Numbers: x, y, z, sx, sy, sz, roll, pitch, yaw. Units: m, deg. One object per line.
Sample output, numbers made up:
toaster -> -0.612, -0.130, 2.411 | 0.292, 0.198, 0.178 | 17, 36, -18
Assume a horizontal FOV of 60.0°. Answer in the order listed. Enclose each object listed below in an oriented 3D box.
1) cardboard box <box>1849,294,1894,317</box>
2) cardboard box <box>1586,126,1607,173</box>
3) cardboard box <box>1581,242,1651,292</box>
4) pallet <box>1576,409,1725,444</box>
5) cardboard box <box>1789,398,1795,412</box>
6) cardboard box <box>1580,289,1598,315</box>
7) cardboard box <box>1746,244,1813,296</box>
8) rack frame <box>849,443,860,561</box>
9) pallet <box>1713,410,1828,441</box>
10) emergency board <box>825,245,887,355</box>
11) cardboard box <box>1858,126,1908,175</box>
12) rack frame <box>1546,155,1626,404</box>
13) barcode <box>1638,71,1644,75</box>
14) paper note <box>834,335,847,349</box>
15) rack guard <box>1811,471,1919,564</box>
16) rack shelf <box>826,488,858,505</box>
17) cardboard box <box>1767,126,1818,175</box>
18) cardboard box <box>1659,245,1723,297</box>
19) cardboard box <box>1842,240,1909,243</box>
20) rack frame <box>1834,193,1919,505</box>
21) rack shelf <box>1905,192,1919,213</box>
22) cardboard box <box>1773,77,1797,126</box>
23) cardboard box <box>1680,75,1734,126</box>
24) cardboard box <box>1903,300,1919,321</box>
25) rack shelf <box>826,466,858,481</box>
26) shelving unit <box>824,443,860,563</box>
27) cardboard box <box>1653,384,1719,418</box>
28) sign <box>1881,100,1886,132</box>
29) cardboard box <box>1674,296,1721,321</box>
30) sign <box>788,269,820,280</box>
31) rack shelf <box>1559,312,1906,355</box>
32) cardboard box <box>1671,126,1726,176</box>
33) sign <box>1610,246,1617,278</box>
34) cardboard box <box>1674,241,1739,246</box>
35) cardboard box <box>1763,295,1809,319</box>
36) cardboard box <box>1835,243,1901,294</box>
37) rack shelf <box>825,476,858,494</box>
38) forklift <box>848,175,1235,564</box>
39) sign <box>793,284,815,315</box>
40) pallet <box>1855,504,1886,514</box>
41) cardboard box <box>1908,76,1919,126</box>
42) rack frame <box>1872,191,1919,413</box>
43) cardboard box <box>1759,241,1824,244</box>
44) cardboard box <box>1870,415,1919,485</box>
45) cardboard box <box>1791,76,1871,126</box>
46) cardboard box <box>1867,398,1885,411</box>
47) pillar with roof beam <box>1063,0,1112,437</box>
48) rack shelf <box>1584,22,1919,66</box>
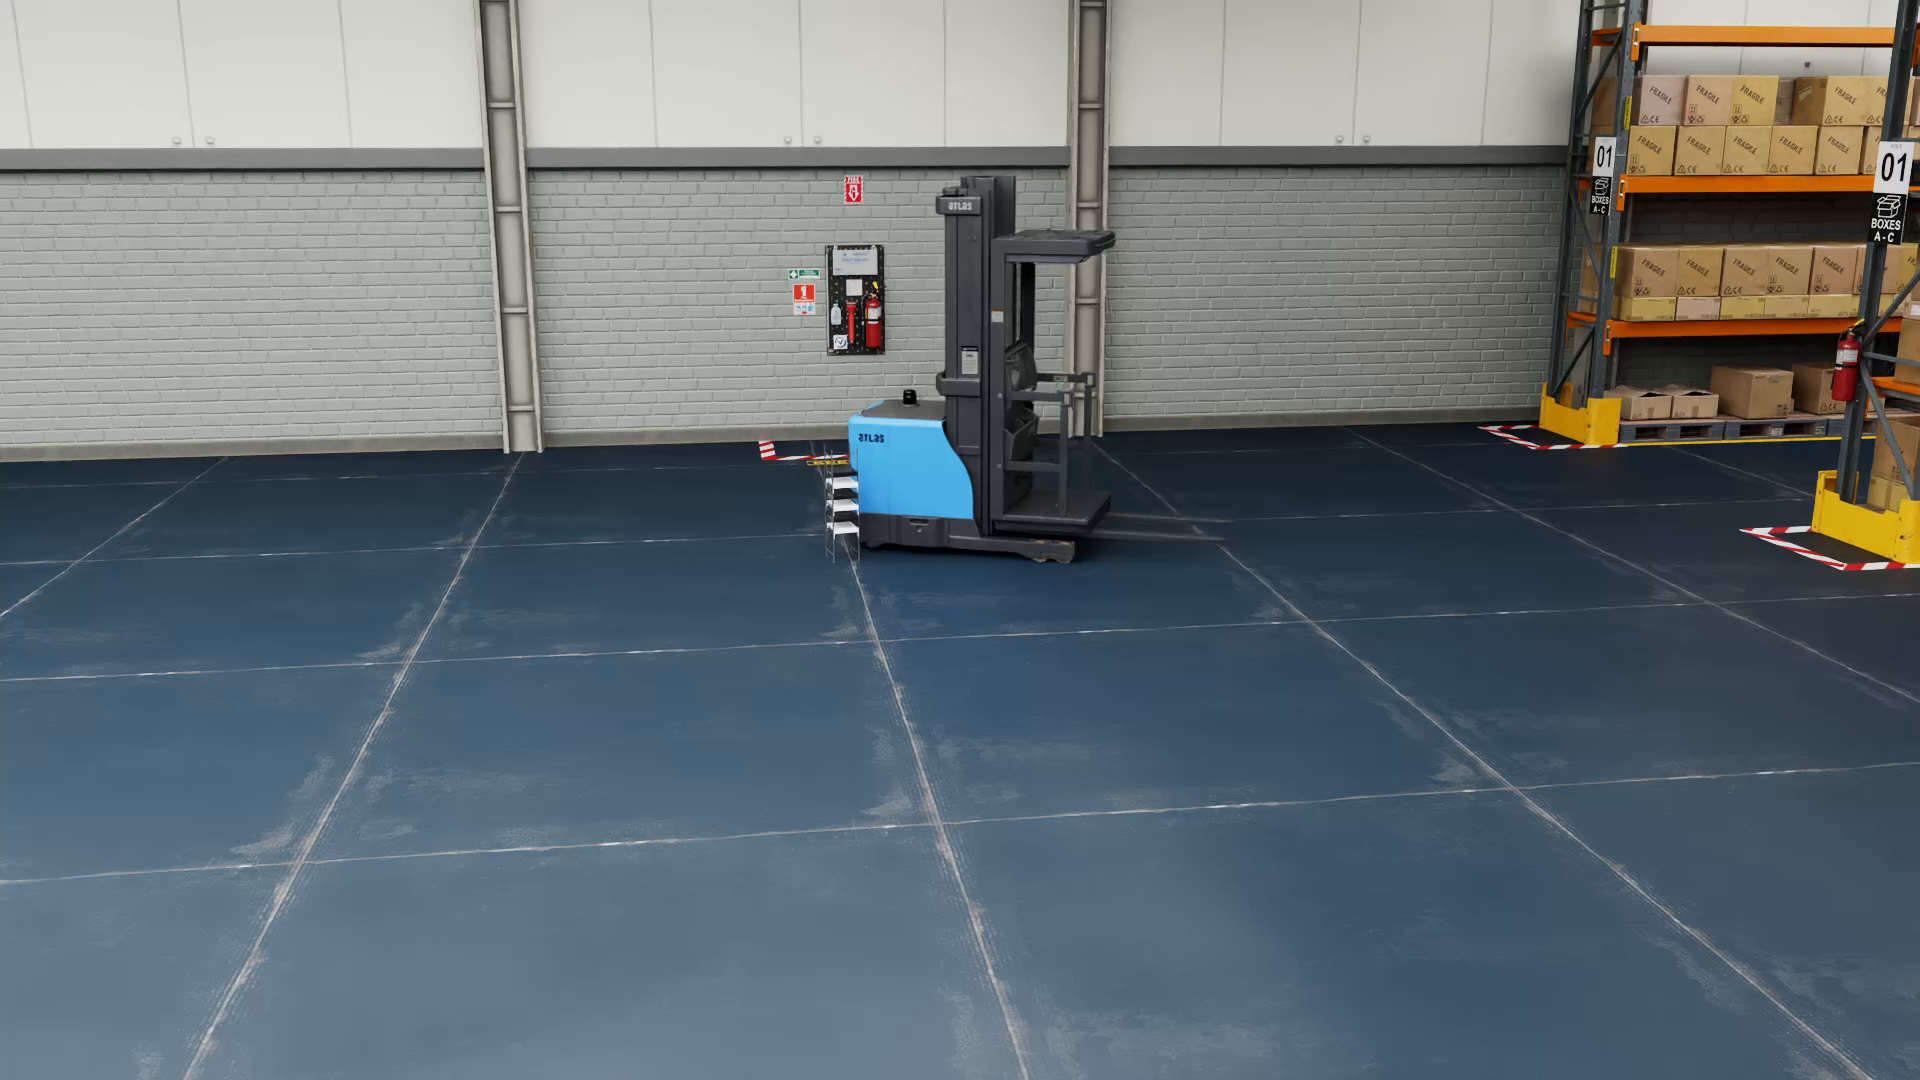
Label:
cardboard box -> 9.761, -2.581, 18.113 | 0.500, 0.250, 0.500 | -2, 14, -8
cardboard box -> 7.097, -4.194, 17.866 | 0.500, 0.500, 0.500 | -1, 14, -4
cardboard box -> 7.157, -2.974, 18.139 | 0.500, 0.500, 0.500 | -2, 14, -9
pallet -> 7.606, -1.276, 18.376 | 1.213, 0.211, 1.003 | -2, 14, -8
cardboard box -> 9.093, -1.527, 18.602 | 0.250, 0.149, 0.380 | -3, 14, -13
cardboard box -> 7.156, -2.605, 18.212 | 0.500, 0.250, 0.500 | -2, 14, -7
cardboard box -> 8.750, -2.905, 17.864 | 0.500, 0.500, 0.500 | -2, 14, -7
rack frame -> -0.829, -0.297, 13.057 | 0.006, 0.900, 0.240 | -5, 15, -19
pallet -> 8.810, -1.320, 18.549 | 1.213, 0.211, 1.003 | -2, 14, -8
emergency board -> -1.097, -2.541, 17.686 | 0.643, 1.169, 0.194 | -2, 14, -8
cardboard box -> 9.713, -4.170, 17.770 | 0.500, 0.500, 0.500 | -3, 14, -13
rack frame -> 6.722, -2.605, 17.943 | 0.127, 3.000, 1.000 | -2, 14, -8
barcode -> 7.350, -5.030, 17.953 | 0.075, 0.075, 0.001 | -2, 14, -8
paper note -> -1.282, -2.124, 17.834 | 0.142, 0.148, 0.016 | -2, 14, -8
rack guard -> 7.440, -0.200, 13.492 | 0.348, 0.500, 1.175 | -2, 14, -8
rack shelf -> -0.926, -0.344, 13.011 | 0.200, 0.077, 0.258 | -5, 15, -19
cardboard box -> 8.666, -4.125, 17.592 | 0.500, 0.500, 0.500 | -1, 14, -5
cardboard box -> 7.729, -2.866, 17.710 | 0.500, 0.500, 0.500 | -2, 14, -8
cardboard box -> 10.182, -3.084, 18.578 | 0.500, 0.500, 0.500 | -2, 14, -10
rack frame -> 7.464, -1.414, 13.192 | 0.127, 3.000, 1.000 | -2, 14, -8
rack shelf -> 9.442, -2.592, 13.203 | 4.000, 0.370, 1.077 | -2, 14, -8
cardboard box -> 8.637, -4.733, 17.959 | 0.500, 0.500, 0.500 | -2, 14, -8
cardboard box -> 7.643, -4.565, 17.288 | 0.500, 0.500, 0.500 | -2, 14, -9
cardboard box -> 7.813, -1.836, 13.339 | 0.250, 0.149, 0.380 | -2, 14, -9
rack shelf -> -0.926, -0.519, 12.967 | 0.200, 0.077, 0.258 | -5, 15, -19
shelving unit -> -0.926, -0.289, 13.025 | 0.210, 0.900, 0.258 | -5, 15, -19
cardboard box -> 7.984, -1.538, 18.312 | 0.500, 0.311, 0.500 | -1, 14, -4
sign -> 7.397, -3.391, 13.251 | 0.005, 0.325, 0.100 | -2, 14, -8
cardboard box -> 7.763, -2.505, 17.813 | 0.500, 0.250, 0.500 | -3, 14, -10
sign -> -1.653, -2.818, 17.628 | 0.331, 0.109, 0.001 | -2, 14, -8
rack shelf -> 8.700, -2.329, 18.319 | 4.000, 0.370, 1.077 | -2, 14, -8
cardboard box -> 7.627, -4.081, 17.415 | 0.500, 0.500, 0.500 | -1, 14, -5
sign -> 6.803, -2.894, 17.317 | 0.005, 0.325, 0.100 | -2, 14, -8
cardboard box -> 8.167, -3.010, 18.281 | 0.500, 0.500, 0.500 | -2, 14, -10
cardboard box -> 8.768, -2.540, 17.952 | 0.500, 0.250, 0.500 | -2, 14, -8
cardboard box -> 9.764, -2.940, 18.003 | 0.500, 0.500, 0.500 | -2, 14, -9
rack shelf -> -0.926, -0.431, 12.989 | 0.200, 0.077, 0.258 | -5, 15, -19
forklift -> 0.671, -1.378, 13.192 | 3.031, 2.935, 1.130 | 4, 15, 14
sign -> -1.659, -2.563, 17.701 | 0.234, 0.329, 0.001 | -2, 14, -8
pallet -> 8.214, -0.099, 13.682 | 1.213, 0.211, 1.003 | -2, 14, -8
cardboard box -> 10.223, -4.665, 17.687 | 0.500, 0.500, 0.500 | -3, 14, -13
rack frame -> 10.678, -2.750, 18.521 | 0.127, 3.000, 1.000 | -2, 14, -8
cardboard box -> 9.176, -3.049, 18.440 | 0.500, 0.500, 0.500 | -2, 14, -7
cardboard box -> 7.950, -0.738, 13.747 | 0.500, 0.500, 0.500 | -2, 14, -8
cardboard box -> 9.167, -4.621, 17.512 | 0.500, 0.500, 0.500 | -3, 14, -10
cardboard box -> 10.153, -1.562, 18.706 | 0.250, 0.166, 0.380 | -4, 15, -16
pillar with roof beam -> 1.994, -4.495, 13.148 | 0.400, 9.000, 9.100 | -2, 14, -8
rack shelf -> 8.700, -5.237, 17.590 | 4.000, 0.370, 1.077 | -2, 14, -8
